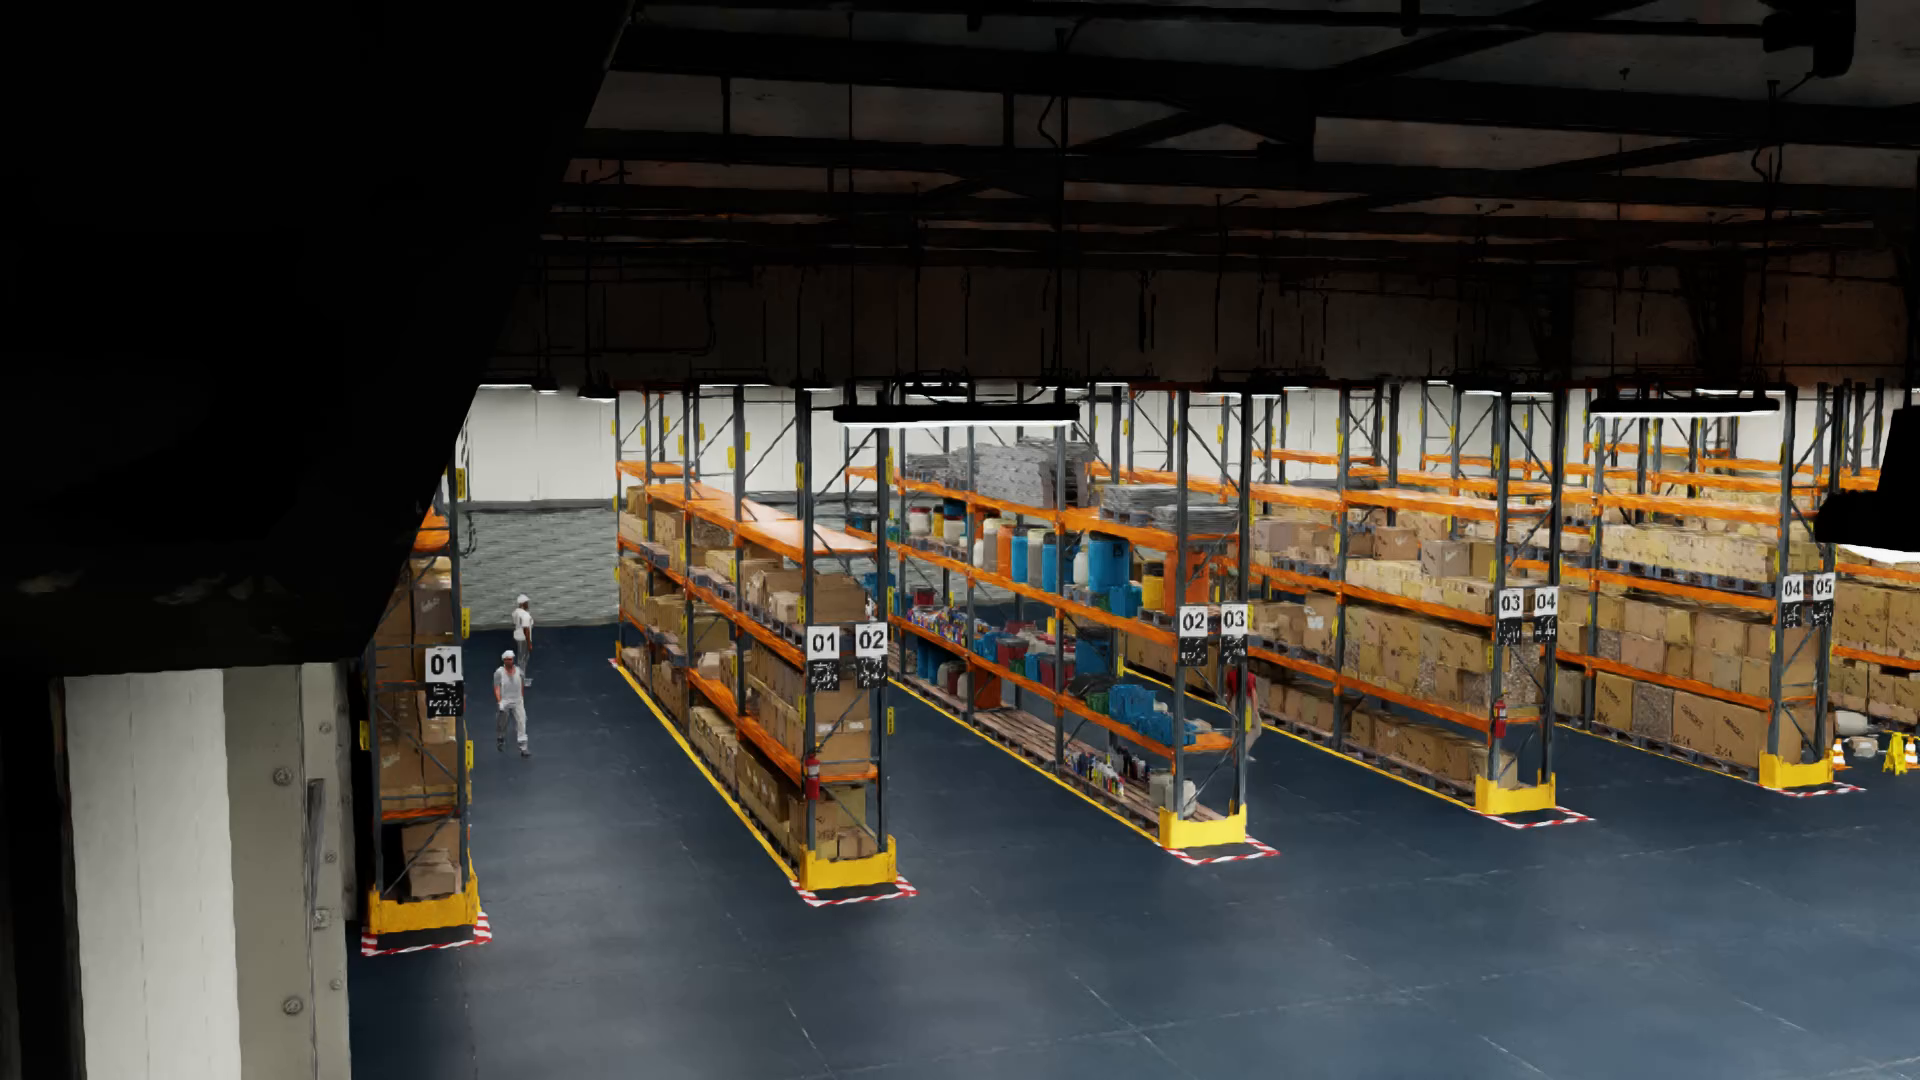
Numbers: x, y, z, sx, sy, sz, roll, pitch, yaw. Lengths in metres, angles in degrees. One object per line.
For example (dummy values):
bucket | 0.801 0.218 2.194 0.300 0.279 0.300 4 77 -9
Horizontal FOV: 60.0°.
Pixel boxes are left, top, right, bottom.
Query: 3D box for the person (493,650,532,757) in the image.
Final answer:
person | -7.268 2.624 26.849 0.528 1.728 1.032 -3 7 -28

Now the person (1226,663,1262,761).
person | 4.501 2.674 26.488 0.588 1.723 0.462 5 8 41

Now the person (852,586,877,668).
person | -1.945 1.816 34.379 0.599 1.741 0.675 0 6 -1

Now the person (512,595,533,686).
person | -8.606 1.965 32.835 0.374 1.775 0.640 -4 7 -31
